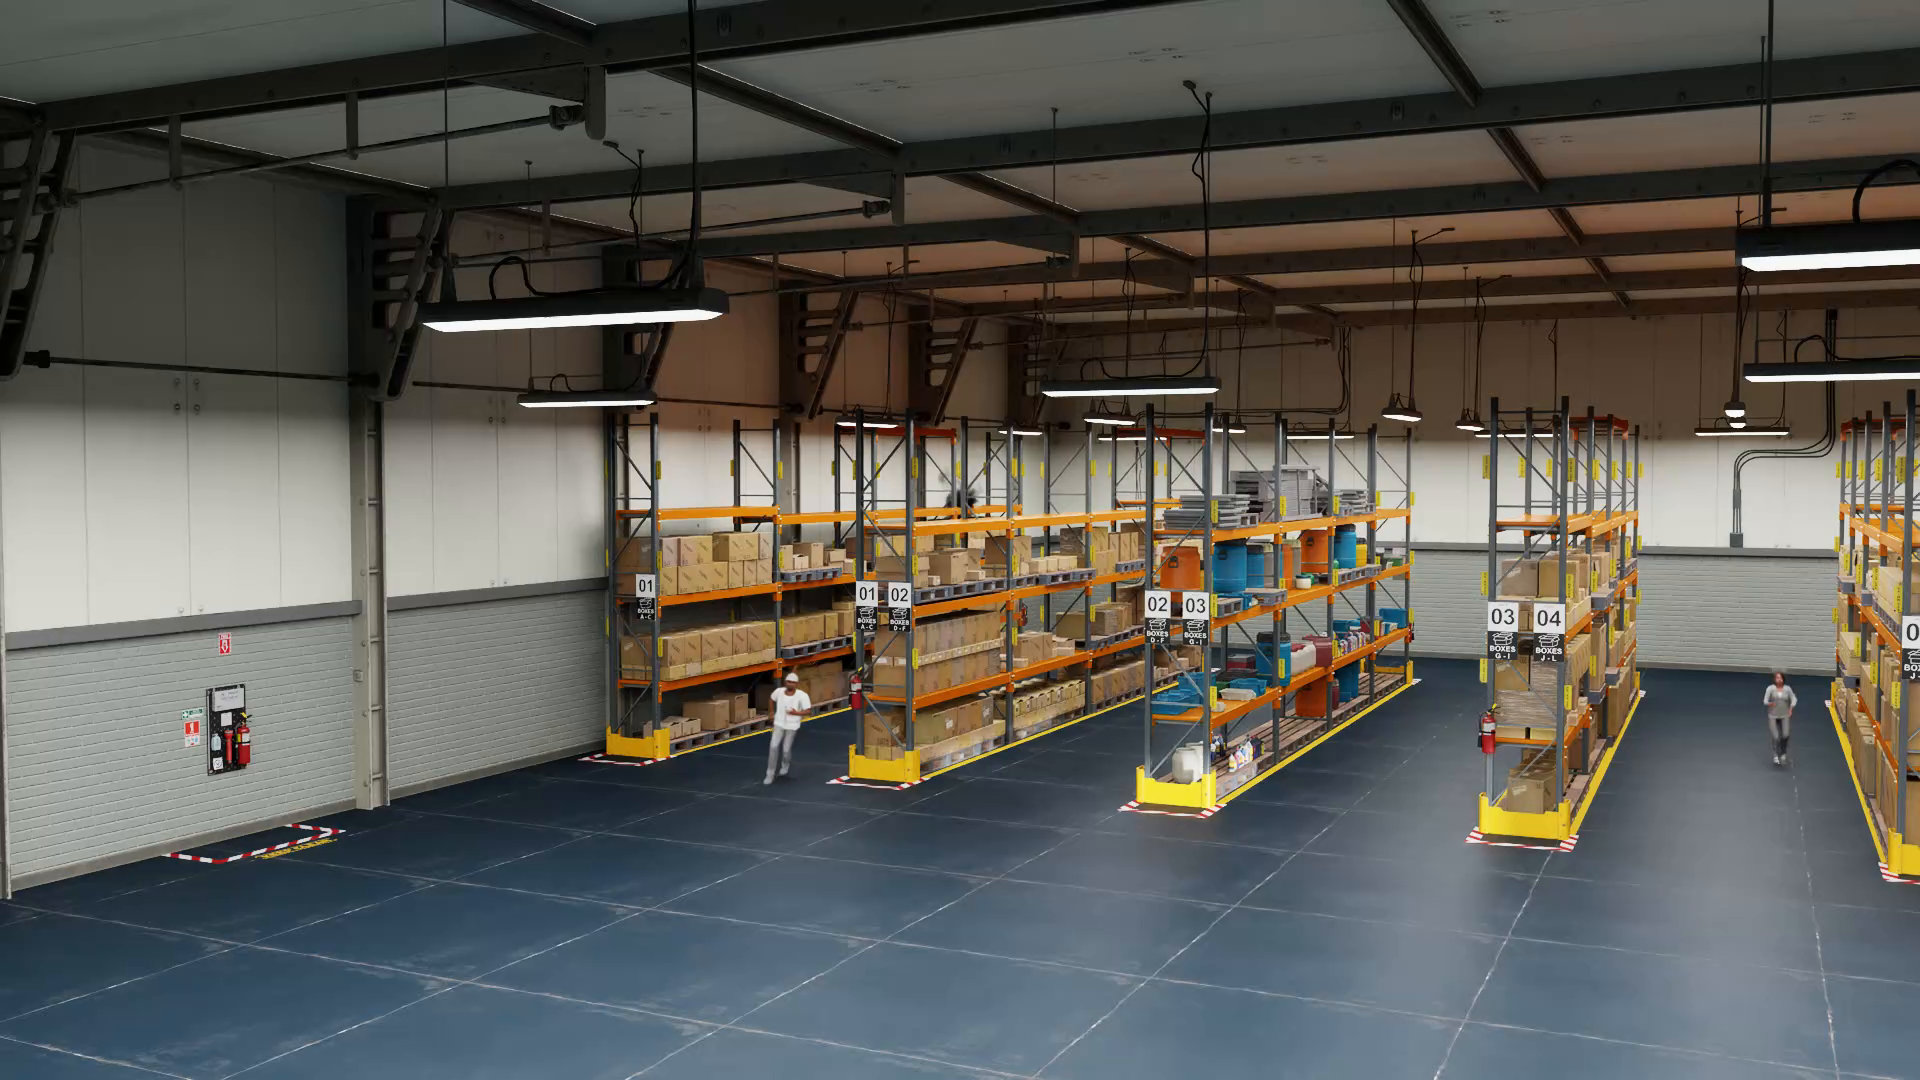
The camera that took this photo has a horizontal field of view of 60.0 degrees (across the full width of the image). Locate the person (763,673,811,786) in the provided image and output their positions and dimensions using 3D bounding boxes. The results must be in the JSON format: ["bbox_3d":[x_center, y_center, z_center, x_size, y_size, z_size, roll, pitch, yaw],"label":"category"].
[{"bbox_3d":[-2.751,3.010,26.729,0.723,1.771,0.888,0,2,4],"label":"person"}]

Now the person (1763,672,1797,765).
[{"bbox_3d":[13.865,3.021,28.121,0.517,1.575,0.596,1,3,24],"label":"person"}]
